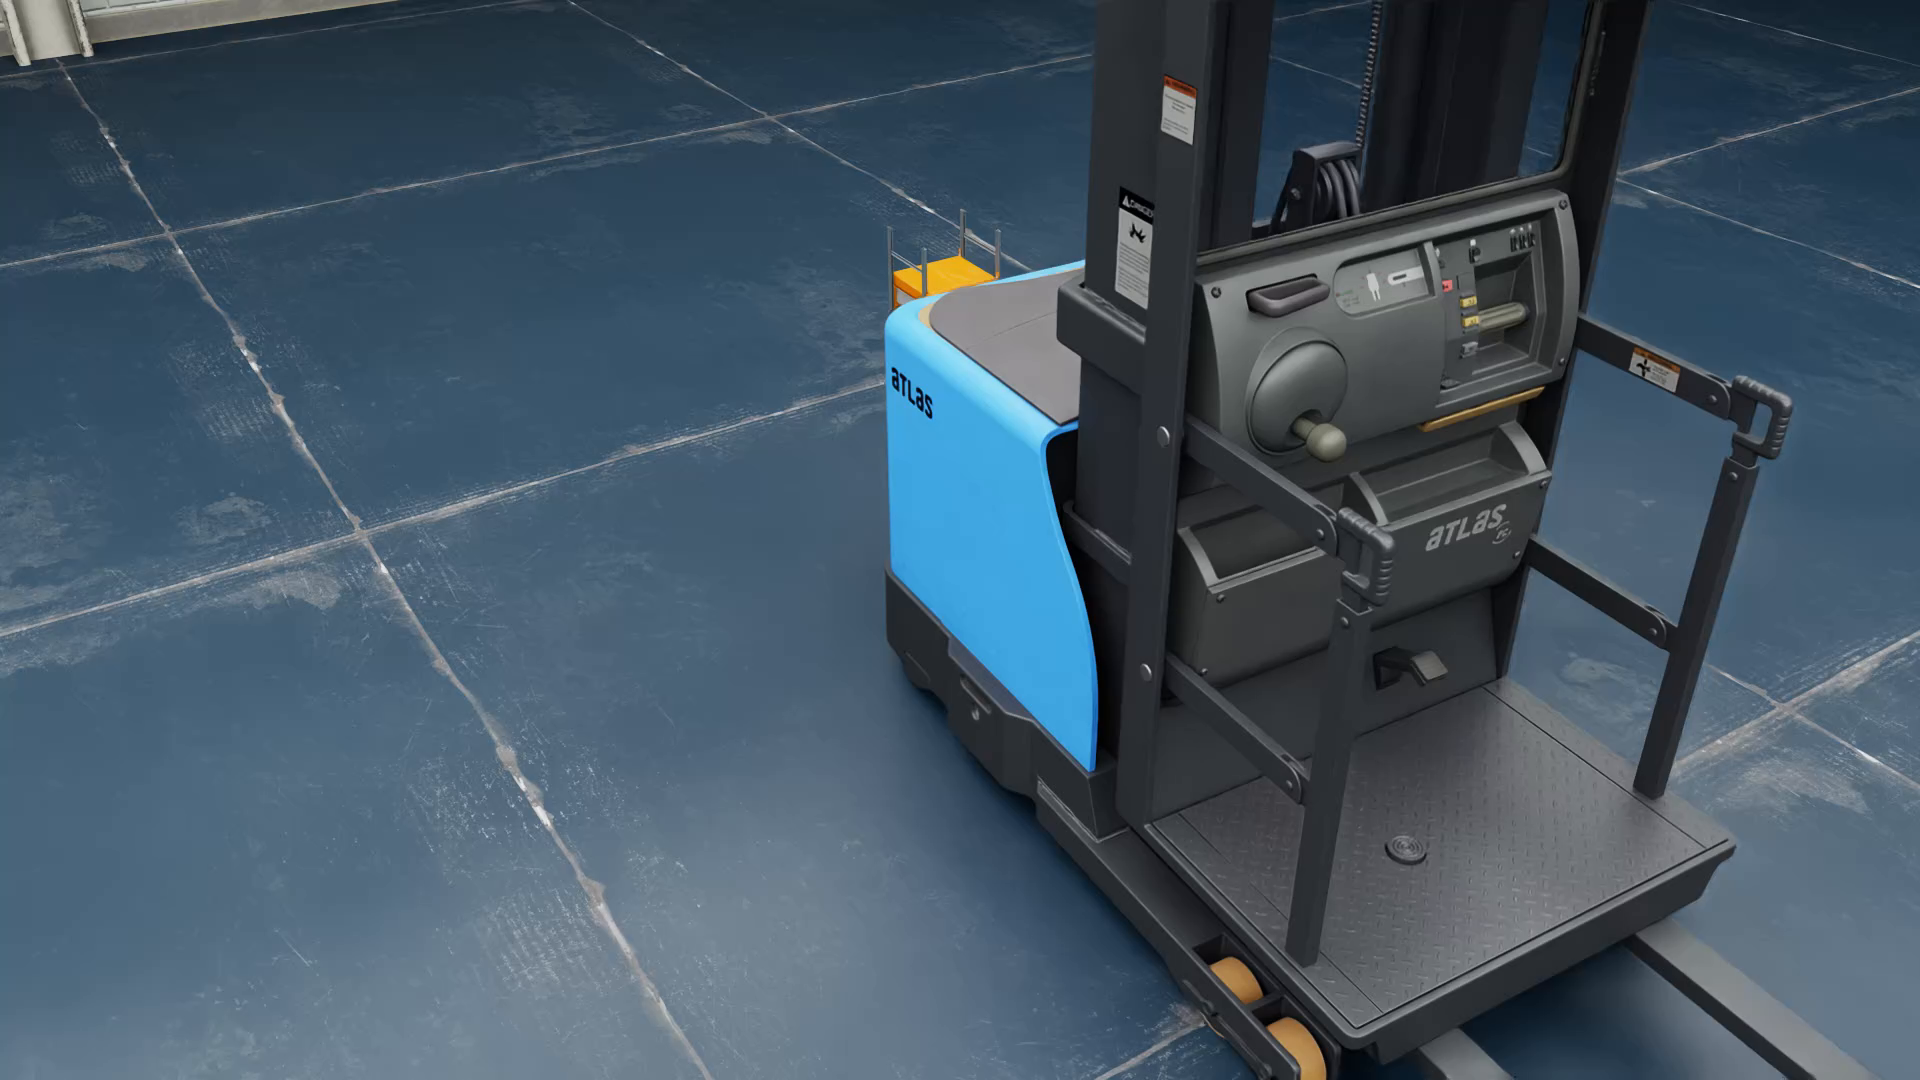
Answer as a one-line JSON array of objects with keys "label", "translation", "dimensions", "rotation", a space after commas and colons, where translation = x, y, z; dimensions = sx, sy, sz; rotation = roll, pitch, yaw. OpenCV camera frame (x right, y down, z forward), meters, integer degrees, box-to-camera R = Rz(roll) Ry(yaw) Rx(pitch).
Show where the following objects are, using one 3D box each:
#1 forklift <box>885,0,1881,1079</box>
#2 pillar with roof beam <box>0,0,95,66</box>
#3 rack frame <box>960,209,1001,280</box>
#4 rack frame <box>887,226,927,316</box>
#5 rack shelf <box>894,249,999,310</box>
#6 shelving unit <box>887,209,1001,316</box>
[{"label": "forklift", "translation": [0.966, -0.368, 3.087], "dimensions": [1.130, 2.935, 3.031], "rotation": [-17, 36, -25]}, {"label": "pillar with roof beam", "translation": [-2.996, -4.730, 4.315], "dimensions": [0.400, 9.000, 9.100], "rotation": [-19, 37, -27]}, {"label": "rack frame", "translation": [0.058, -0.464, 5.001], "dimensions": [0.008, 1.050, 0.200], "rotation": [-19, 37, -27]}, {"label": "rack frame", "translation": [-0.148, -0.393, 4.889], "dimensions": [0.008, 1.050, 0.200], "rotation": [-19, 37, -27]}, {"label": "rack shelf", "translation": [-0.045, -0.660, 4.800], "dimensions": [0.240, 0.259, 0.215], "rotation": [-19, 37, -27]}, {"label": "shelving unit", "translation": [-0.045, -0.429, 4.945], "dimensions": [0.252, 1.050, 0.215], "rotation": [-19, 37, -27]}]
